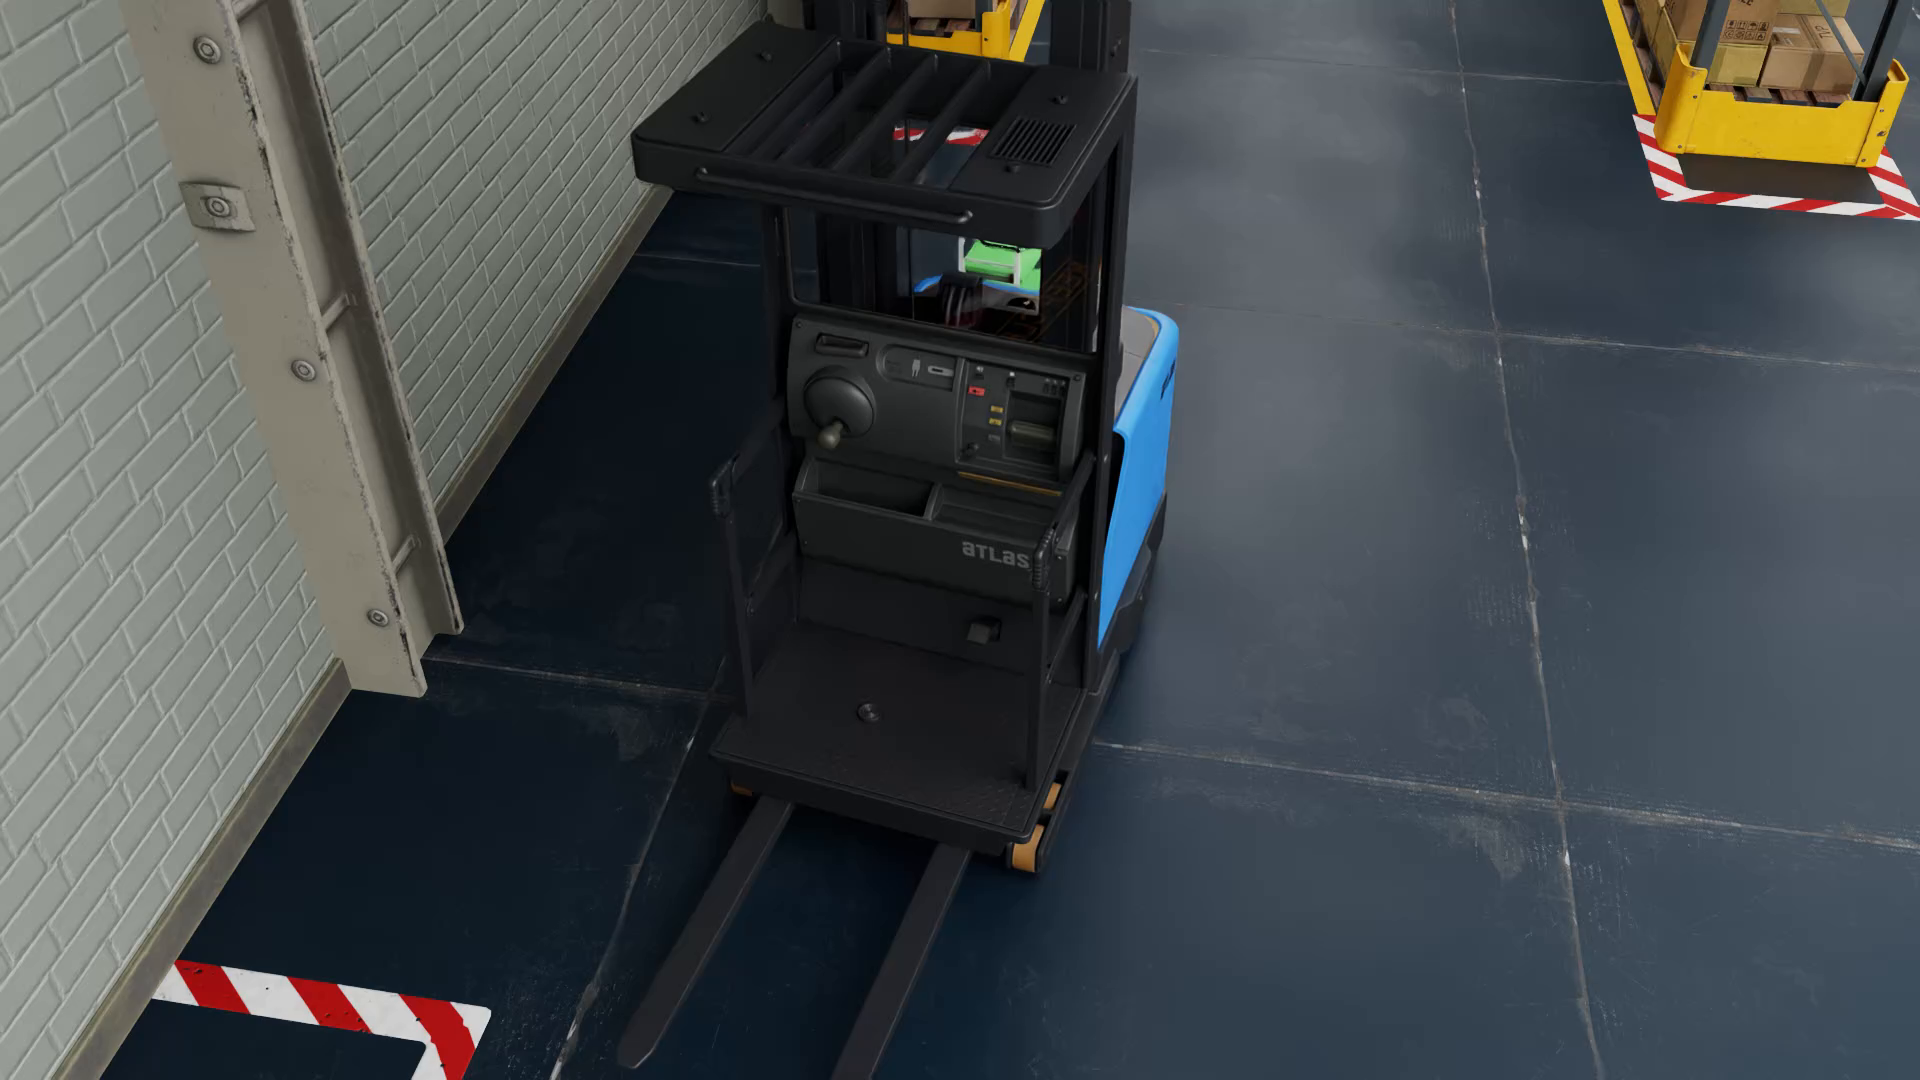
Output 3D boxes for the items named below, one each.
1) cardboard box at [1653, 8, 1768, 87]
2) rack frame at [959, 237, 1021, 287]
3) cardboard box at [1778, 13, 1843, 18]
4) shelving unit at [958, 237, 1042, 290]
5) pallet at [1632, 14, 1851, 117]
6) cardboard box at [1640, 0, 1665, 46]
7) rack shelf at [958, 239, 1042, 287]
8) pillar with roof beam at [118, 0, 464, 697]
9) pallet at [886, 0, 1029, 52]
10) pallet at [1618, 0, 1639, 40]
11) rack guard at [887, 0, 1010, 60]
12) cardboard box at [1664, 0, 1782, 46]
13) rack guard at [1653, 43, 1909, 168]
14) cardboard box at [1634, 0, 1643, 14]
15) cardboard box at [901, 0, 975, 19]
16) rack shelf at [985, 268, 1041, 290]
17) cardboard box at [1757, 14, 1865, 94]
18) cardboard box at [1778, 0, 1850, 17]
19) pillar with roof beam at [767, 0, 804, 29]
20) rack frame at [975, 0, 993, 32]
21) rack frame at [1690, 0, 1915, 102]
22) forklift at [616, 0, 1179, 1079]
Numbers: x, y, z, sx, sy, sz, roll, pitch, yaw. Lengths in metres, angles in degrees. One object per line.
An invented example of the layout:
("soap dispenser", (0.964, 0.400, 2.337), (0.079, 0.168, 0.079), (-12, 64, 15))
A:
("cardboard box", (4.373, -2.882, 9.710), (0.500, 0.250, 0.500), (6, 40, 8))
("rack frame", (0.112, -0.647, 6.592), (0.240, 1.200, 0.015), (12, 41, 15))
("cardboard box", (4.966, -3.139, 10.021), (0.500, 0.250, 0.500), (6, 40, 8))
("shelving unit", (0.191, -0.794, 6.769), (0.258, 1.200, 0.503), (12, 41, 15))
("pallet", (4.662, -2.821, 9.996), (1.003, 0.211, 1.213), (6, 40, 8))
("cardboard box", (4.447, -3.197, 10.091), (0.500, 0.250, 0.500), (6, 40, 8))
("rack shelf", (0.191, -1.115, 6.504), (0.258, 0.148, 0.480), (12, 41, 15))
("pillar with roof beam", (2.162, -2.561, 2.786), (9.100, 9.000, 0.400), (6, 40, 8))
("pallet", (-0.120, -3.434, 10.737), (1.003, 0.211, 1.213), (6, 40, 8))
("pallet", (4.875, -3.584, 10.919), (1.003, 0.211, 1.213), (6, 40, 8))
("rack guard", (-0.296, -3.039, 10.033), (1.175, 0.500, 0.348), (6, 40, 8))
("cardboard box", (4.371, -3.171, 9.472), (0.500, 0.500, 0.500), (6, 40, 8))
("rack guard", (4.567, -2.432, 9.300), (1.175, 0.500, 0.348), (6, 40, 8))
("cardboard box", (4.532, -3.511, 10.471), (0.500, 0.250, 0.500), (6, 40, 8))
("cardboard box", (-0.100, -3.512, 10.409), (0.500, 0.311, 0.500), (2, 40, 3))
("rack shelf", (0.191, -0.930, 6.657), (0.258, 0.148, 0.480), (12, 41, 15))
("cardboard box", (4.883, -2.825, 9.641), (0.500, 0.250, 0.500), (6, 40, 8))
("cardboard box", (4.967, -3.428, 9.782), (0.500, 0.500, 0.500), (6, 40, 8))
("pillar with roof beam", (3.200, -6.327, 7.340), (9.100, 9.000, 0.400), (6, 40, 8))
("rack frame", (-0.309, -3.955, 9.179), (1.000, 3.000, 0.127), (6, 40, 8))
("rack frame", (4.571, -3.411, 8.521), (1.000, 3.000, 0.127), (6, 40, 8))
("forklift", (-0.150, -0.341, 4.862), (1.130, 2.935, 3.031), (12, 41, 15))
